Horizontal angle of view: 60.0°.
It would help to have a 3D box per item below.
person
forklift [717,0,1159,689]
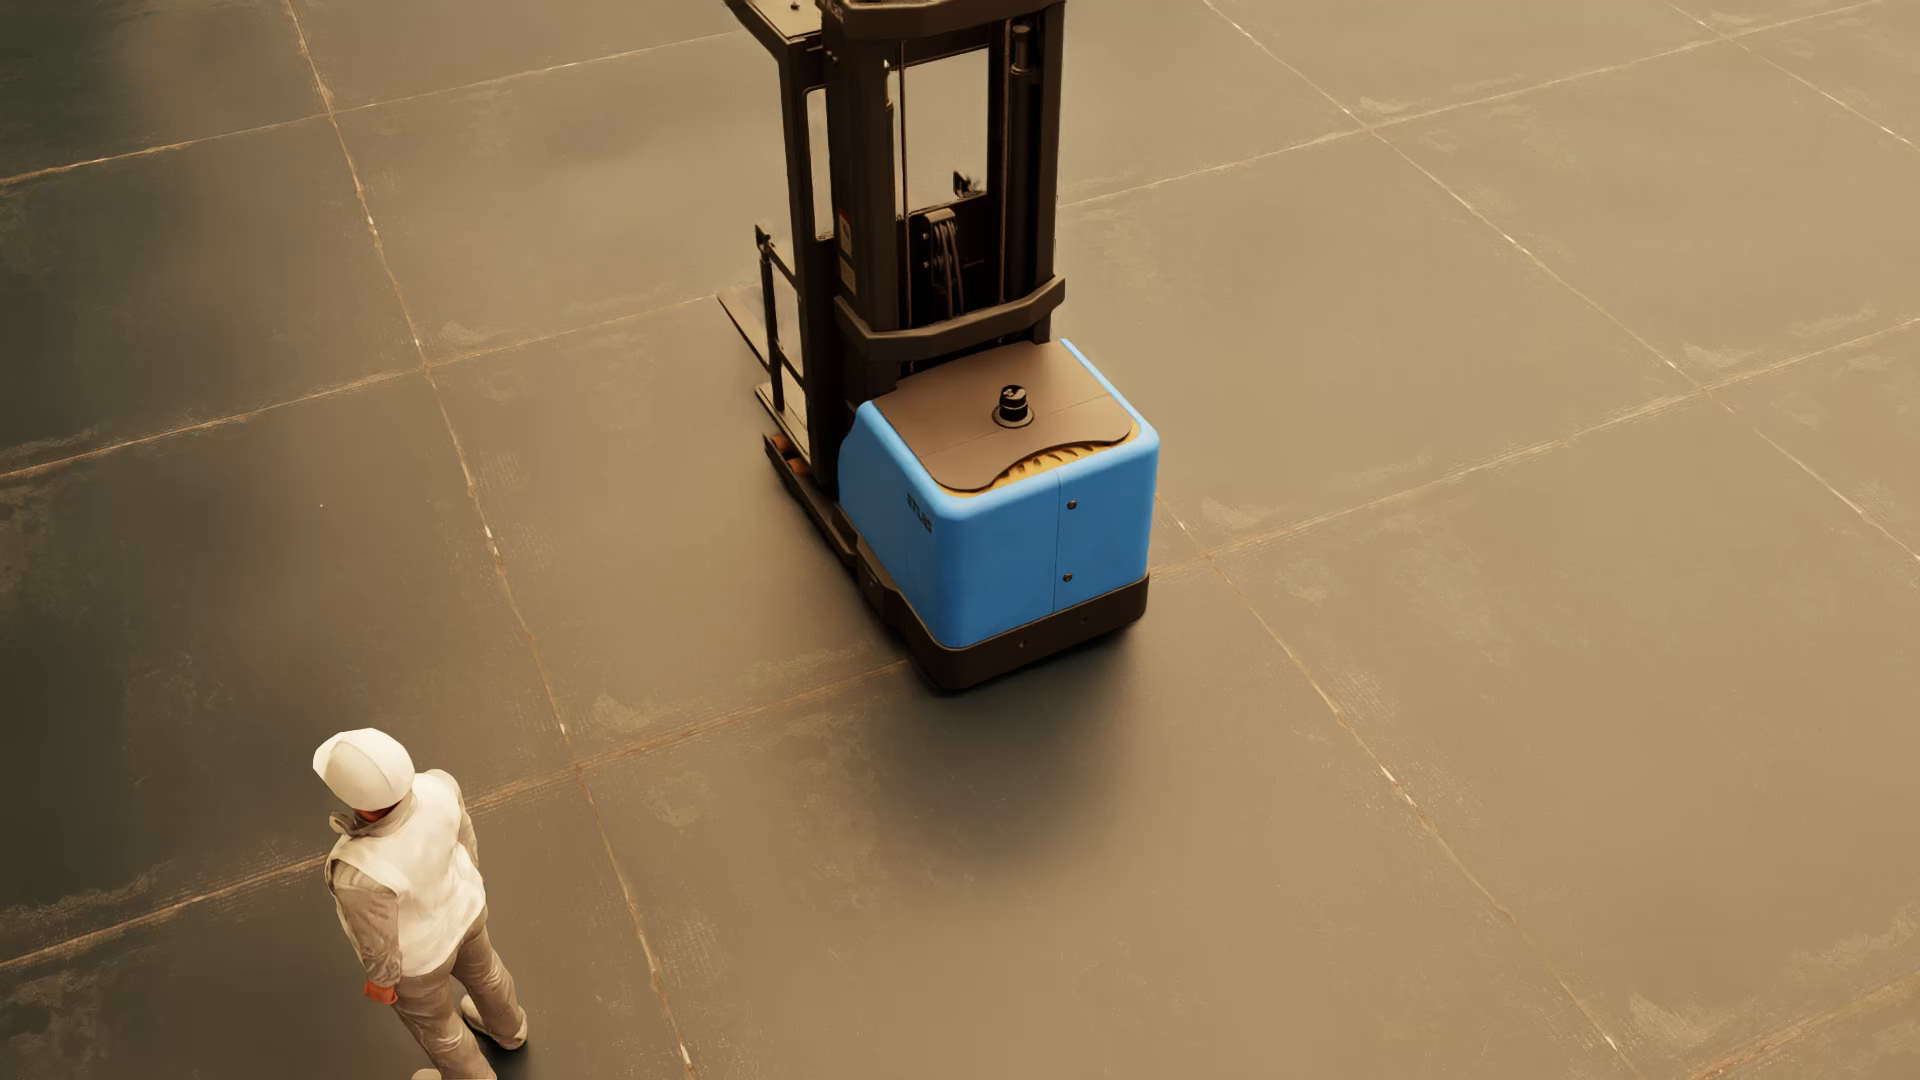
[{"bbox_3d":[-1.703,1.203,5.240,0.361,1.776,0.533,16,45,16],"label":"person"},{"bbox_3d":[-0.306,-1.441,7.224,1.130,2.935,3.031,-20,47,-20],"label":"forklift"}]
